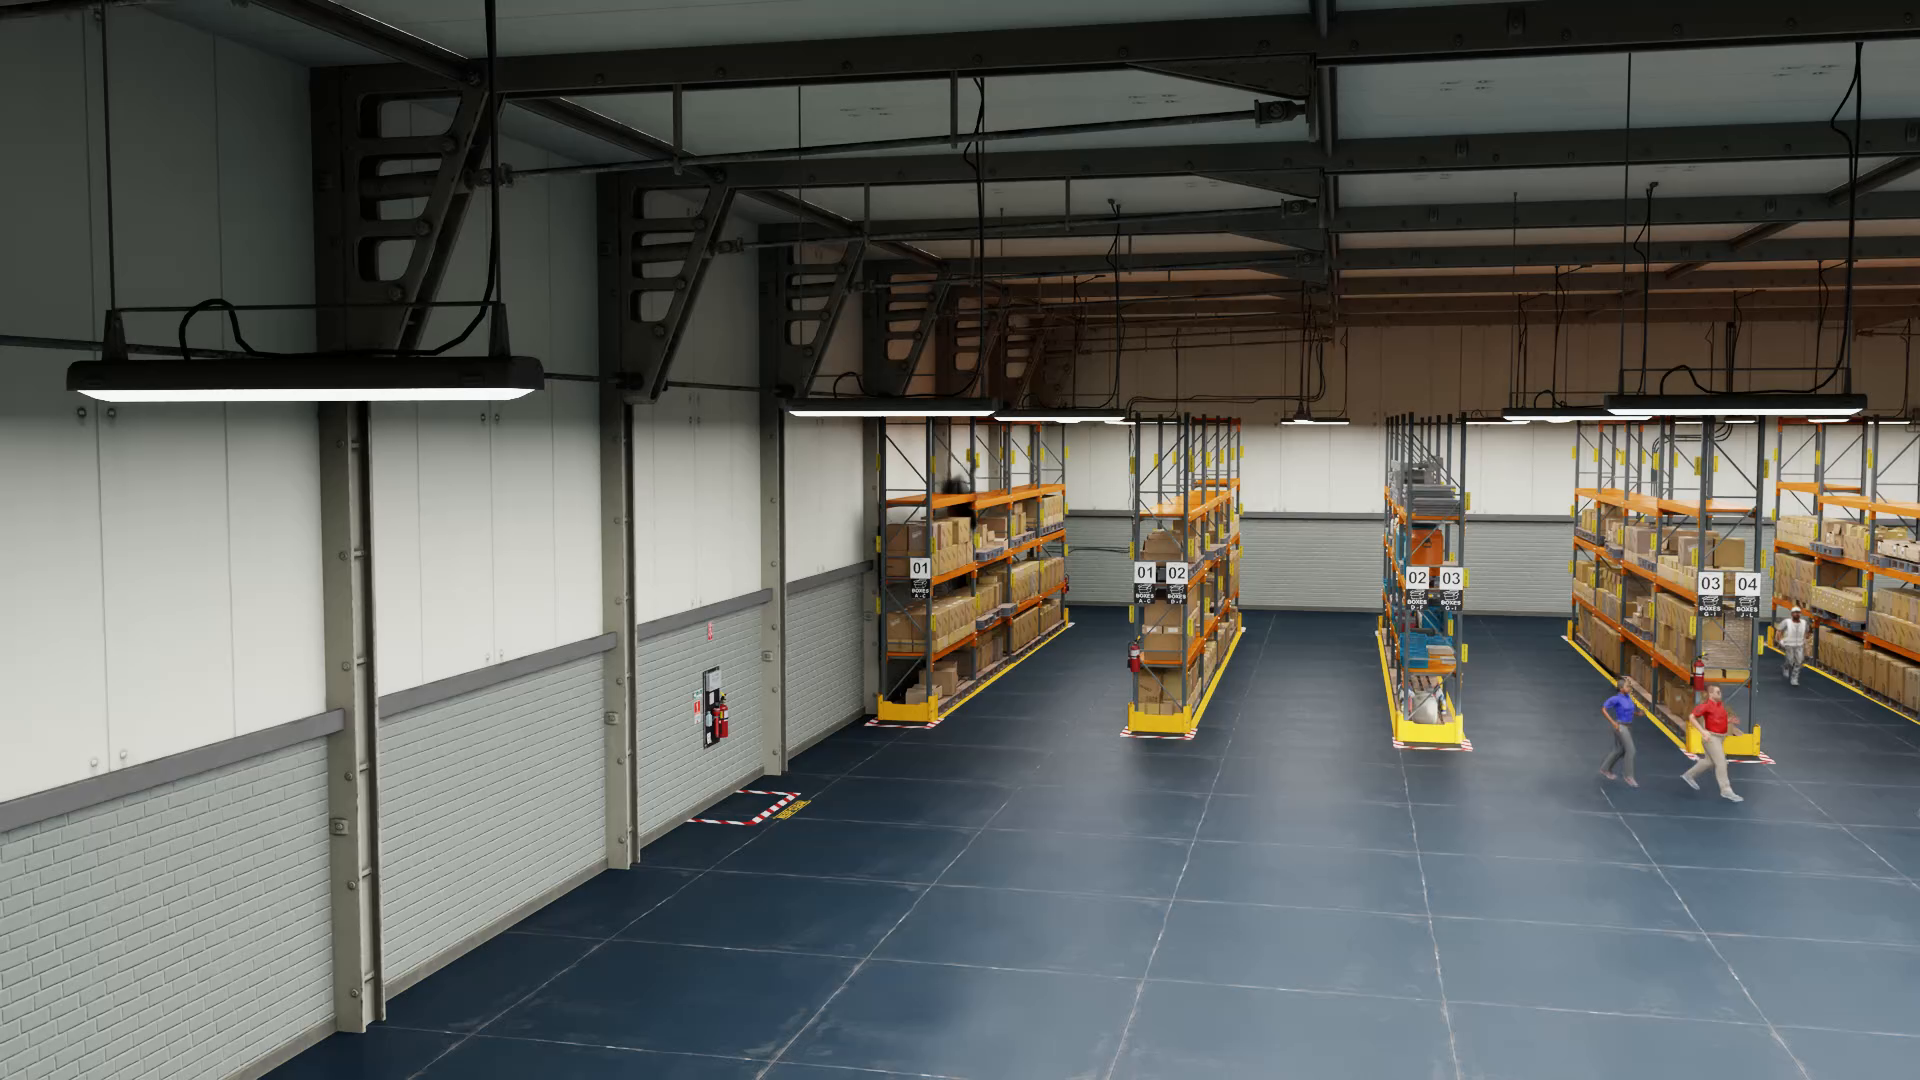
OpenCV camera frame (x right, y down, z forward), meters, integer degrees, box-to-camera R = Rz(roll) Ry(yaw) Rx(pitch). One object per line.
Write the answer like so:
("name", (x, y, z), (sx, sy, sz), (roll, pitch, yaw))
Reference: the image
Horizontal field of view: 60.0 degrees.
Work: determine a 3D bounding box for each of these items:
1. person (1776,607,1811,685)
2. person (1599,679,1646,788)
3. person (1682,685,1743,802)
("person", (18.570, 2.351, 37.022), (0.702, 1.740, 0.637), (1, 4, 8))
("person", (10.625, 3.090, 26.671), (0.711, 1.717, 0.556), (4, 5, 43))
("person", (11.641, 3.102, 25.676), (0.963, 1.722, 0.661), (4, 5, 44))
